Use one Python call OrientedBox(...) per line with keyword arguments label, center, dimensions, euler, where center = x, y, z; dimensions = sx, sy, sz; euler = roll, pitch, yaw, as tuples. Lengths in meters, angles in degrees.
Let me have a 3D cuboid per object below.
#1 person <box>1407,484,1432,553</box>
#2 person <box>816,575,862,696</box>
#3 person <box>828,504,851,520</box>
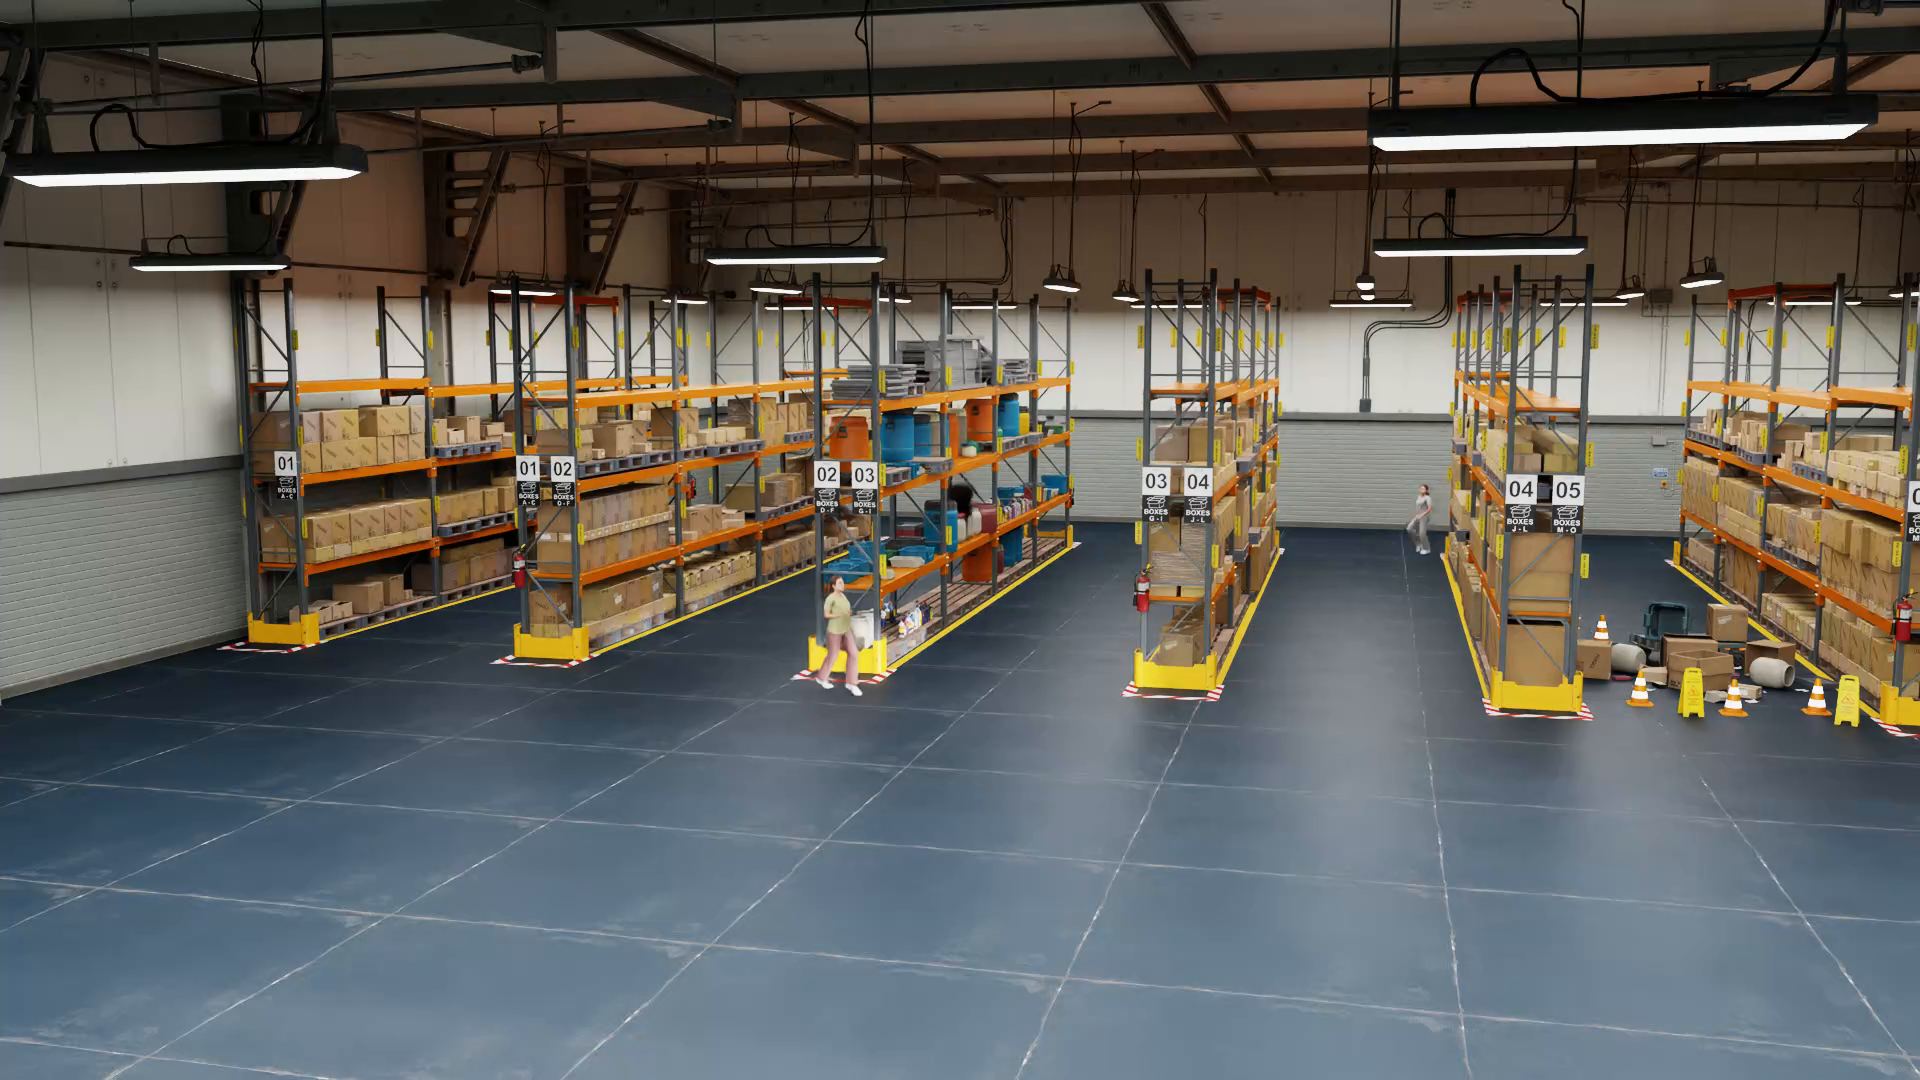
OrientedBox(label="person", center=(10.836, -0.484, 39.093), dimensions=(0.582, 1.606, 0.584), euler=(-3, 7, -22))
OrientedBox(label="person", center=(-1.747, 1.344, 23.595), dimensions=(0.776, 1.717, 0.567), euler=(6, 9, 39))
OrientedBox(label="person", center=(-3.138, -0.958, 43.026), dimensions=(0.943, 1.730, 0.676), euler=(3, 7, 22))
